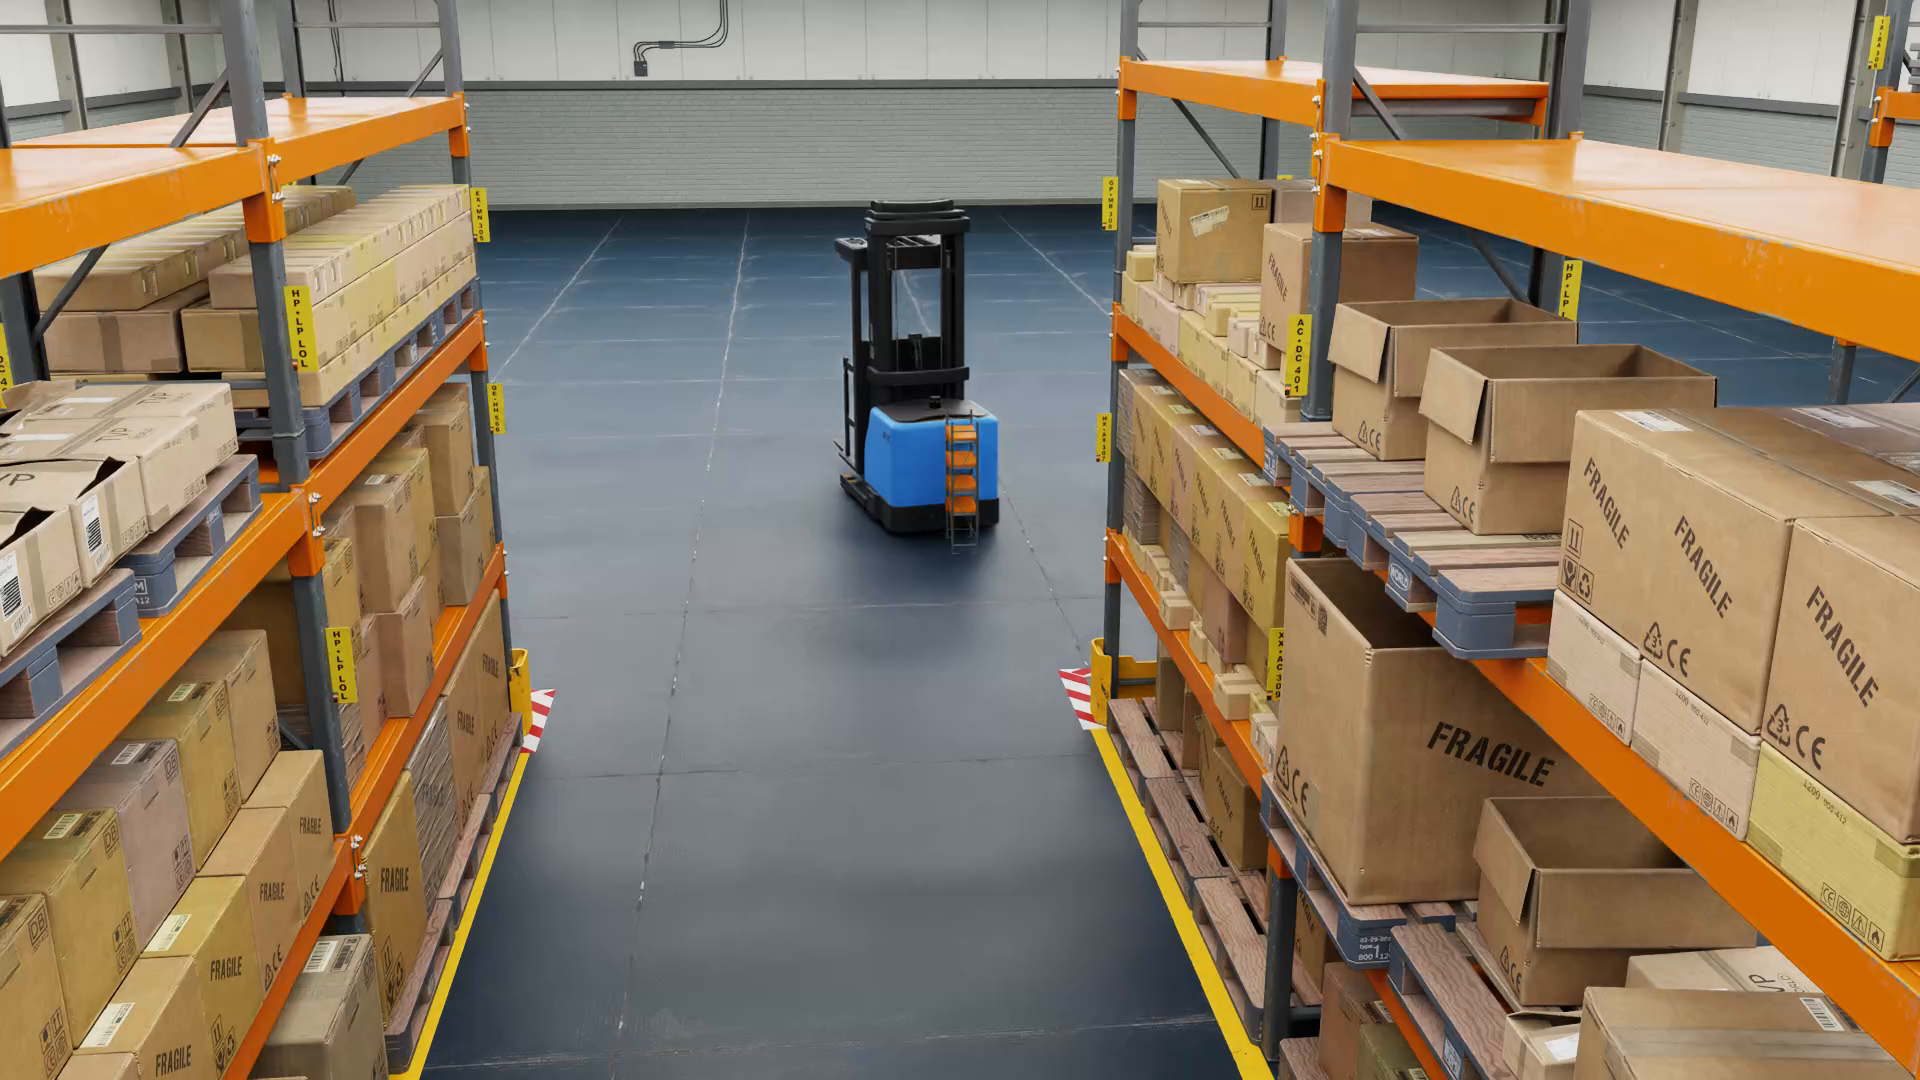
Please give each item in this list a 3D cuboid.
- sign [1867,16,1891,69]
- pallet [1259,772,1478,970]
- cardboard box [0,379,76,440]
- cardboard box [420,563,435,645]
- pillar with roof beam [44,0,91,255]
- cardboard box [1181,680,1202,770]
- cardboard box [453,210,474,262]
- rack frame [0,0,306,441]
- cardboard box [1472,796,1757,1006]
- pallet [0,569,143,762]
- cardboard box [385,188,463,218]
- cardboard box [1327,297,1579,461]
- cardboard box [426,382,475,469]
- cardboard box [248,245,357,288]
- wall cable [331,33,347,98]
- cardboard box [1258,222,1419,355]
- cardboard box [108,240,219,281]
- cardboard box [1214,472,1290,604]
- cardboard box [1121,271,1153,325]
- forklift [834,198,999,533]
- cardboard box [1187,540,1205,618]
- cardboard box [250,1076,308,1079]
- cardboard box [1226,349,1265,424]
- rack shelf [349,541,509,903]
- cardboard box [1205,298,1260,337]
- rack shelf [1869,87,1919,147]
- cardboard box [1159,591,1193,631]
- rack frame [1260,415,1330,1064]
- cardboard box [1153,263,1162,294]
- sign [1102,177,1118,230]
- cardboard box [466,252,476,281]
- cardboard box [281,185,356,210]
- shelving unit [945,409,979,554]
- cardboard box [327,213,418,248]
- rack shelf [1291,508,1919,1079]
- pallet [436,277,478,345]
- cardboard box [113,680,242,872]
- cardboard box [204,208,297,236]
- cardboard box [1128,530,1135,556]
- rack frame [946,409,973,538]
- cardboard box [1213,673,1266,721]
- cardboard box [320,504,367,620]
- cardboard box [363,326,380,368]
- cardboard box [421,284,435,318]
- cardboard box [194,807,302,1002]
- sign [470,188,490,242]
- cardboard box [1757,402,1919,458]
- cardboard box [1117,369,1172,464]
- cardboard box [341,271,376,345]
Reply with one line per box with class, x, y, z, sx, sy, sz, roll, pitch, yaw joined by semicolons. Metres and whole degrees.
sign;5.860;-3.171;10.602;0.100;0.325;0.005;-2;18;-6
pallet;1.828;1.245;6.525;1.003;0.211;1.213;-2;18;-6
cardboard box;-3.236;-0.383;5.739;0.258;0.266;0.396;-2;18;-7
cardboard box;-3.272;0.380;8.707;0.875;0.550;0.500;-2;18;-6
pillar with roof beam;-12.331;-9.721;31.116;9.100;9.000;0.400;-2;18;-6
cardboard box;1.625;1.085;10.185;0.500;0.500;0.500;3;18;9
cardboard box;-3.134;-1.760;9.654;0.500;0.250;0.500;-2;17;-5
rack frame;-3.050;-1.818;5.945;1.000;3.000;0.127;-2;18;-6
cardboard box;2.165;1.185;5.522;0.797;0.503;0.637;0;17;0
pallet;-2.875;0.371;4.294;1.003;0.211;1.213;-1;17;-3
cardboard box;-3.066;-1.923;9.507;0.380;0.149;0.250;-2;18;-5
cardboard box;1.844;-0.617;6.253;0.797;0.503;0.637;-3;18;-8
cardboard box;-3.463;-0.623;10.100;0.875;0.550;0.550;-2;18;-6
cardboard box;-2.803;-1.166;7.096;0.380;0.149;0.250;-2;18;-6
wall cable;-16.220;-10.812;39.778;3.097;2.526;0.112;-2;18;-6
cardboard box;1.594;-1.065;7.054;0.500;0.500;0.500;-2;18;-7
cardboard box;-3.482;-1.219;7.266;0.380;0.149;0.250;-1;17;-5
cardboard box;1.521;-0.020;7.901;0.500;0.500;0.500;-2;18;-6
cardboard box;1.274;-1.479;10.123;0.500;0.250;0.500;-1;17;-4
forklift;-0.570;-1.867;16.230;1.130;2.935;3.031;-5;18;-17
cardboard box;1.730;0.149;9.031;0.875;0.500;0.500;-2;18;-6
cardboard box;-2.801;2.387;5.622;1.050;0.750;0.750;-2;18;-6
cardboard box;1.544;-0.722;7.713;0.500;0.250;0.500;-1;17;-4
rack shelf;-3.256;0.791;8.850;1.077;0.370;4.000;-2;18;-6
cardboard box;1.432;-1.109;8.280;0.380;0.149;0.250;-1;17;-3
rack shelf;6.614;-2.156;8.890;1.077;0.370;4.000;-2;18;-6
cardboard box;1.332;0.391;9.343;0.380;0.149;0.250;-2;18;-6
rack frame;1.894;0.921;7.236;1.000;3.000;0.127;-2;18;-6
cardboard box;1.316;-1.496;9.513;0.380;0.149;0.250;-1;17;-3
sign;0.942;-2.102;10.398;0.100;0.325;0.005;-2;18;-6
cardboard box;-3.091;-1.618;9.868;0.380;0.149;0.250;-2;18;-6
cardboard box;-3.745;-1.978;9.683;0.380;0.149;0.250;-2;17;-5
shelving unit;0.017;-0.523;14.840;0.258;1.200;0.503;-2;18;-6
cardboard box;-2.933;-1.543;8.297;0.380;0.149;0.250;-2;18;-5
rack shelf;2.100;0.429;4.996;1.077;0.370;4.000;-2;18;-6
pallet;-3.376;-1.316;9.501;1.003;0.211;1.213;-2;18;-6
cardboard box;-2.938;0.820;5.721;0.700;0.500;0.500;-2;18;-7
cardboard box;-3.615;-1.599;8.476;0.380;0.149;0.250;-2;18;-6
cardboard box;1.280;0.016;10.537;0.380;0.149;0.250;-2;18;-6
rack frame;-0.008;-0.596;15.072;0.240;1.200;0.015;-2;18;-6
cardboard box;1.460;0.764;8.156;0.380;0.149;0.250;-2;18;-6
cardboard box;-3.226;0.186;7.524;0.875;0.550;0.550;-2;18;-6
cardboard box;-2.828;-0.860;7.453;0.380;0.149;0.250;-2;18;-7
cardboard box;-2.961;-1.240;8.662;0.380;0.149;0.250;-2;18;-5
cardboard box;-2.678;1.294;5.880;0.500;0.500;0.500;-2;18;-6
sign;-2.922;-1.976;10.110;0.100;0.325;0.005;-2;18;-6
cardboard box;2.406;-0.054;4.330;0.500;0.500;0.500;-2;18;-7
cardboard box;1.267;-0.765;10.274;0.500;0.500;0.500;-2;18;-6
cardboard box;-2.876;-1.010;7.265;0.500;0.250;0.500;-2;18;-6
